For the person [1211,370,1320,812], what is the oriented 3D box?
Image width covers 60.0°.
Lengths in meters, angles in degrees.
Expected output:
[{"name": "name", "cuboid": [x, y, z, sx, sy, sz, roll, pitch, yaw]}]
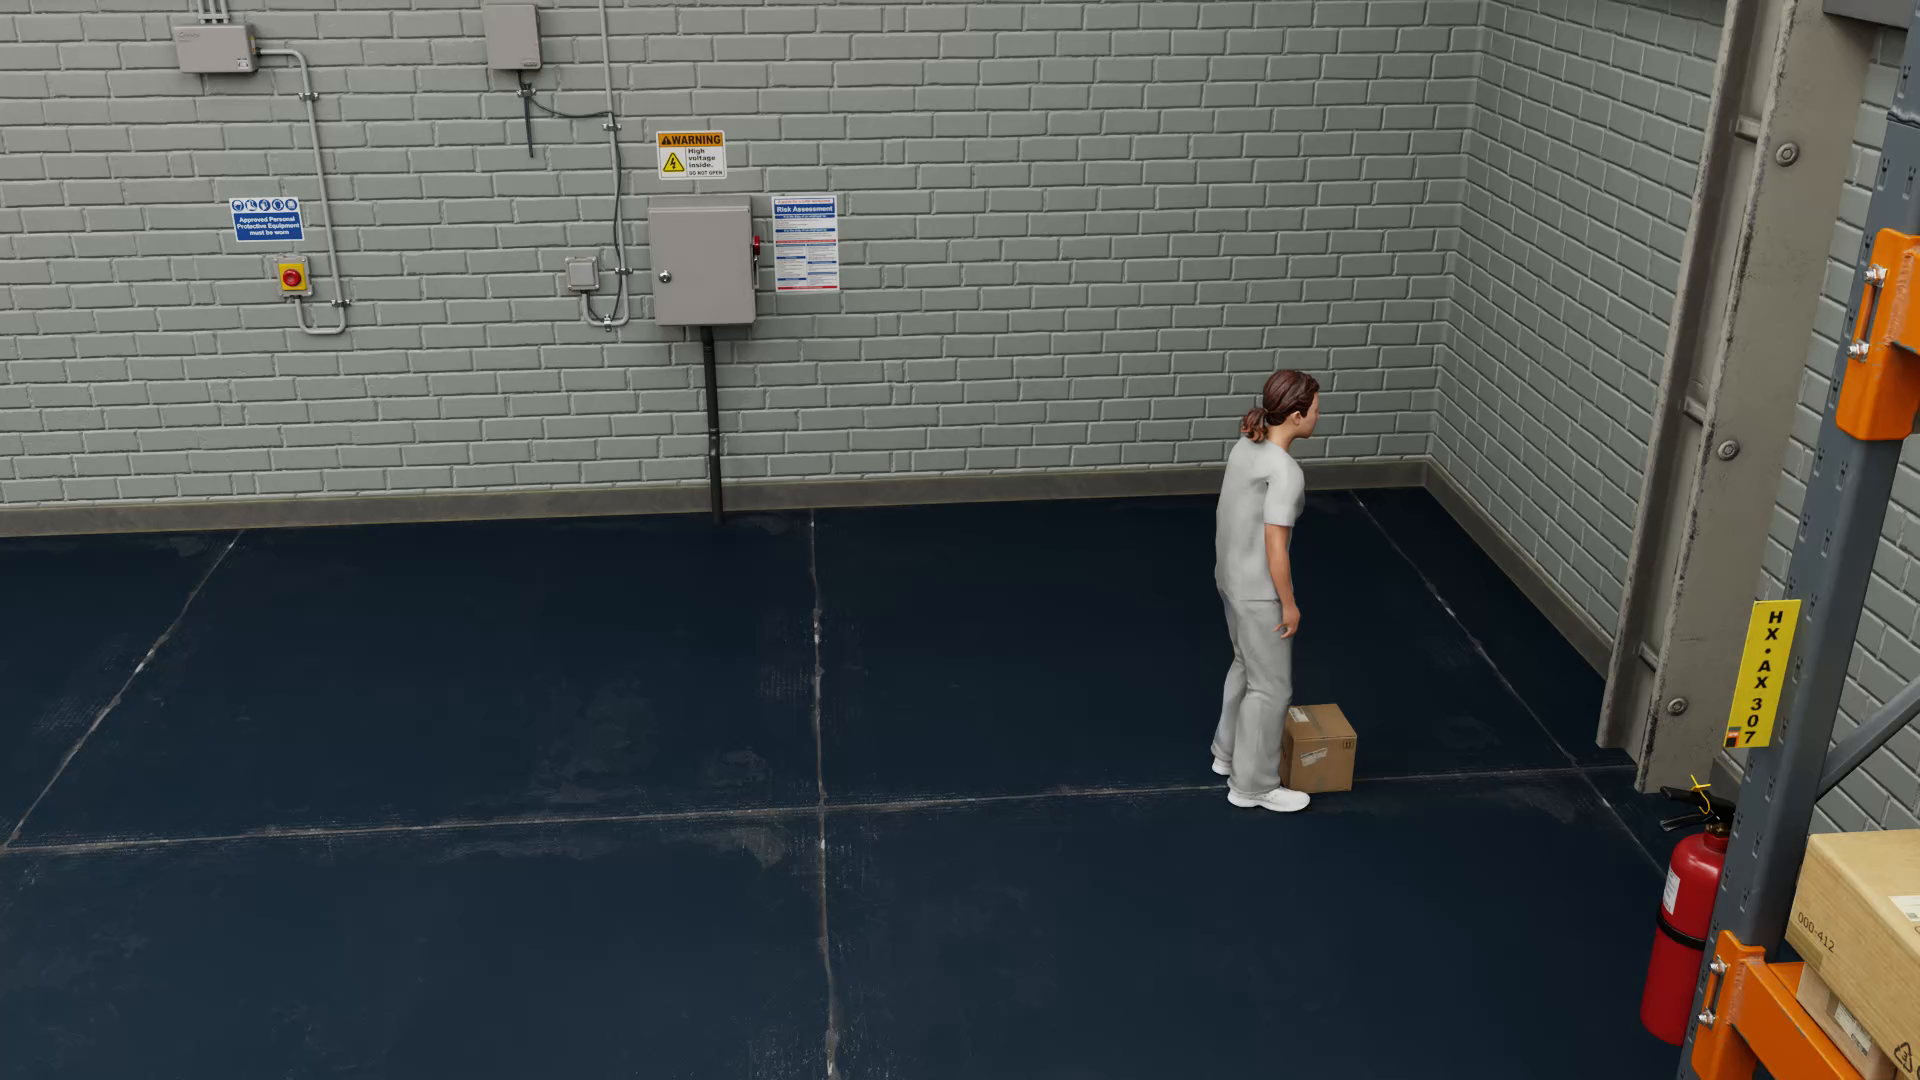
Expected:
[{"name": "person", "cuboid": [1.136, 0.179, 6.198, 0.365, 1.671, 0.512, -4, 24, -8]}]
